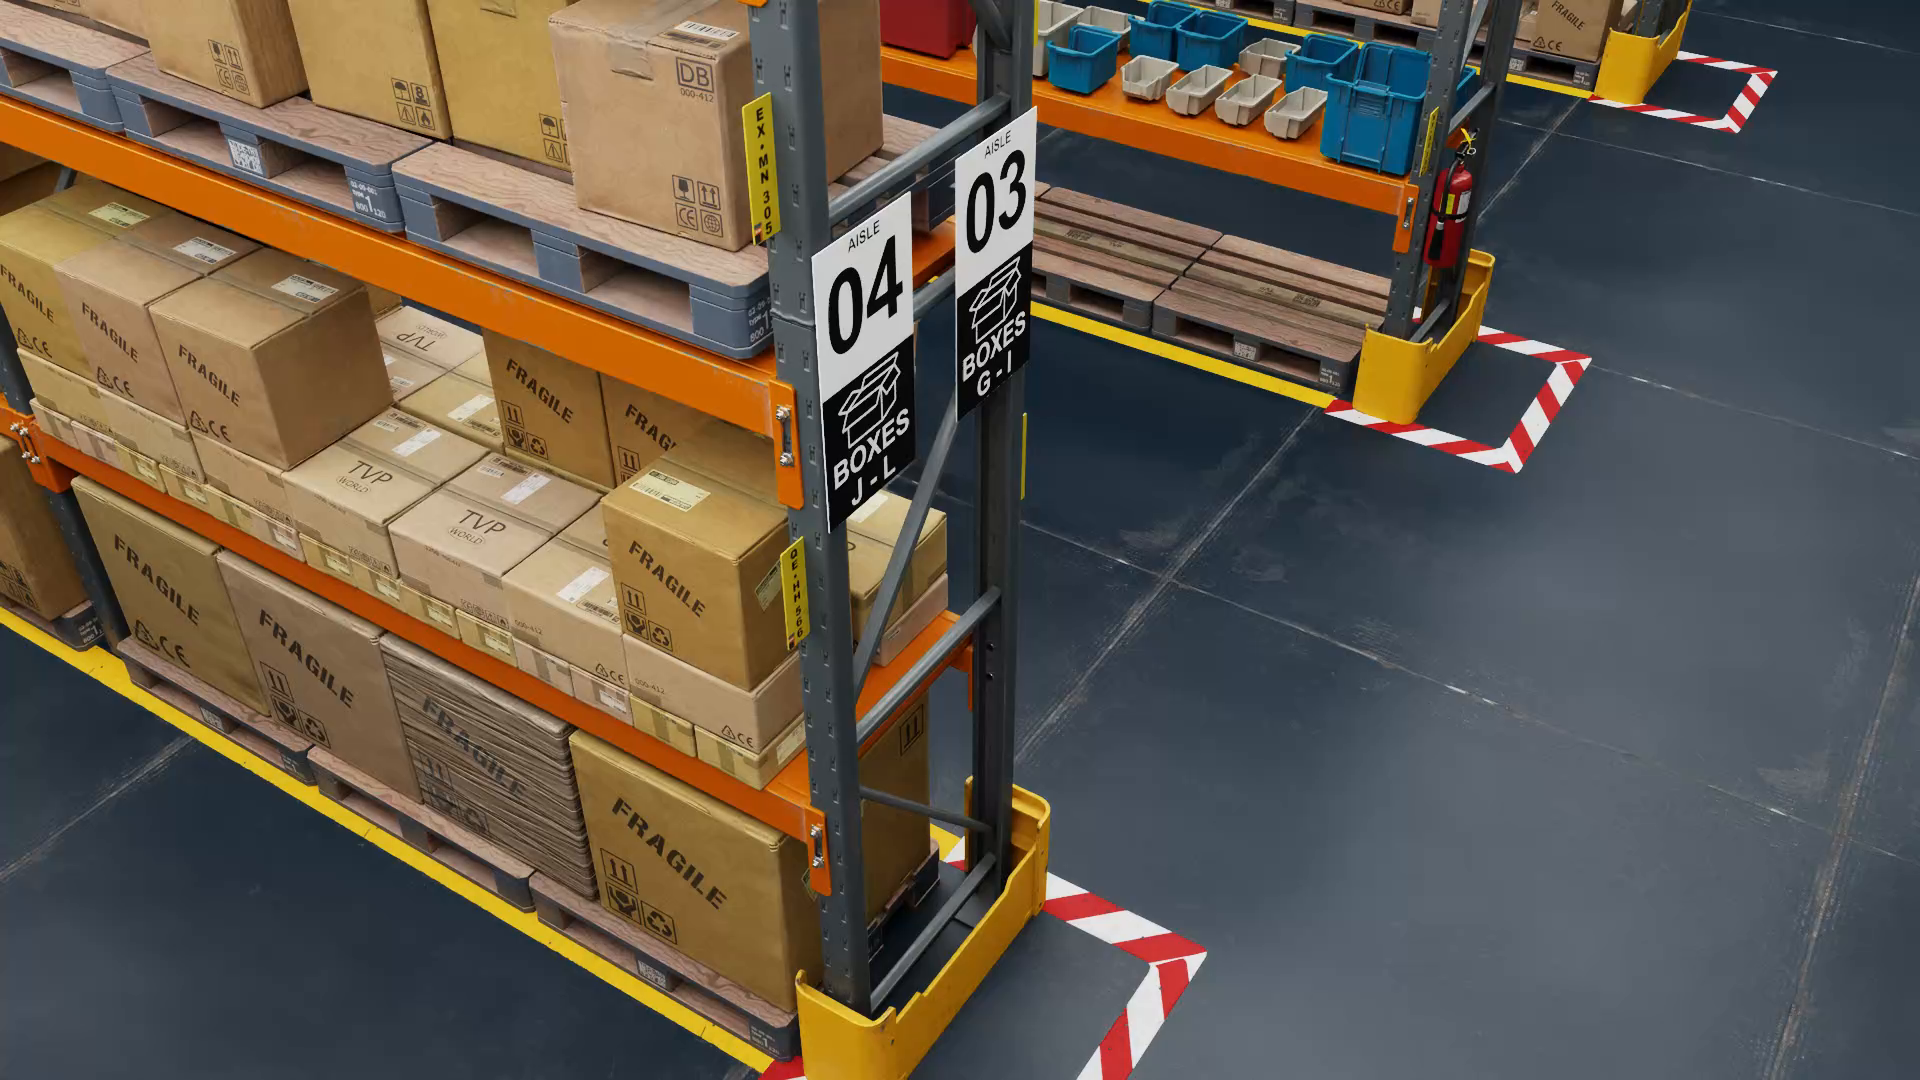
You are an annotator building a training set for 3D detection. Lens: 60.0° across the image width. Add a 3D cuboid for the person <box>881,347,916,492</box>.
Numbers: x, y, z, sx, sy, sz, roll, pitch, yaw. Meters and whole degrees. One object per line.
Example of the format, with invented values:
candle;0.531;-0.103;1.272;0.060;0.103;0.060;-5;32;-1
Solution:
person;-0.477;-0.801;7.731;0.531;1.774;0.574;21;42;24
